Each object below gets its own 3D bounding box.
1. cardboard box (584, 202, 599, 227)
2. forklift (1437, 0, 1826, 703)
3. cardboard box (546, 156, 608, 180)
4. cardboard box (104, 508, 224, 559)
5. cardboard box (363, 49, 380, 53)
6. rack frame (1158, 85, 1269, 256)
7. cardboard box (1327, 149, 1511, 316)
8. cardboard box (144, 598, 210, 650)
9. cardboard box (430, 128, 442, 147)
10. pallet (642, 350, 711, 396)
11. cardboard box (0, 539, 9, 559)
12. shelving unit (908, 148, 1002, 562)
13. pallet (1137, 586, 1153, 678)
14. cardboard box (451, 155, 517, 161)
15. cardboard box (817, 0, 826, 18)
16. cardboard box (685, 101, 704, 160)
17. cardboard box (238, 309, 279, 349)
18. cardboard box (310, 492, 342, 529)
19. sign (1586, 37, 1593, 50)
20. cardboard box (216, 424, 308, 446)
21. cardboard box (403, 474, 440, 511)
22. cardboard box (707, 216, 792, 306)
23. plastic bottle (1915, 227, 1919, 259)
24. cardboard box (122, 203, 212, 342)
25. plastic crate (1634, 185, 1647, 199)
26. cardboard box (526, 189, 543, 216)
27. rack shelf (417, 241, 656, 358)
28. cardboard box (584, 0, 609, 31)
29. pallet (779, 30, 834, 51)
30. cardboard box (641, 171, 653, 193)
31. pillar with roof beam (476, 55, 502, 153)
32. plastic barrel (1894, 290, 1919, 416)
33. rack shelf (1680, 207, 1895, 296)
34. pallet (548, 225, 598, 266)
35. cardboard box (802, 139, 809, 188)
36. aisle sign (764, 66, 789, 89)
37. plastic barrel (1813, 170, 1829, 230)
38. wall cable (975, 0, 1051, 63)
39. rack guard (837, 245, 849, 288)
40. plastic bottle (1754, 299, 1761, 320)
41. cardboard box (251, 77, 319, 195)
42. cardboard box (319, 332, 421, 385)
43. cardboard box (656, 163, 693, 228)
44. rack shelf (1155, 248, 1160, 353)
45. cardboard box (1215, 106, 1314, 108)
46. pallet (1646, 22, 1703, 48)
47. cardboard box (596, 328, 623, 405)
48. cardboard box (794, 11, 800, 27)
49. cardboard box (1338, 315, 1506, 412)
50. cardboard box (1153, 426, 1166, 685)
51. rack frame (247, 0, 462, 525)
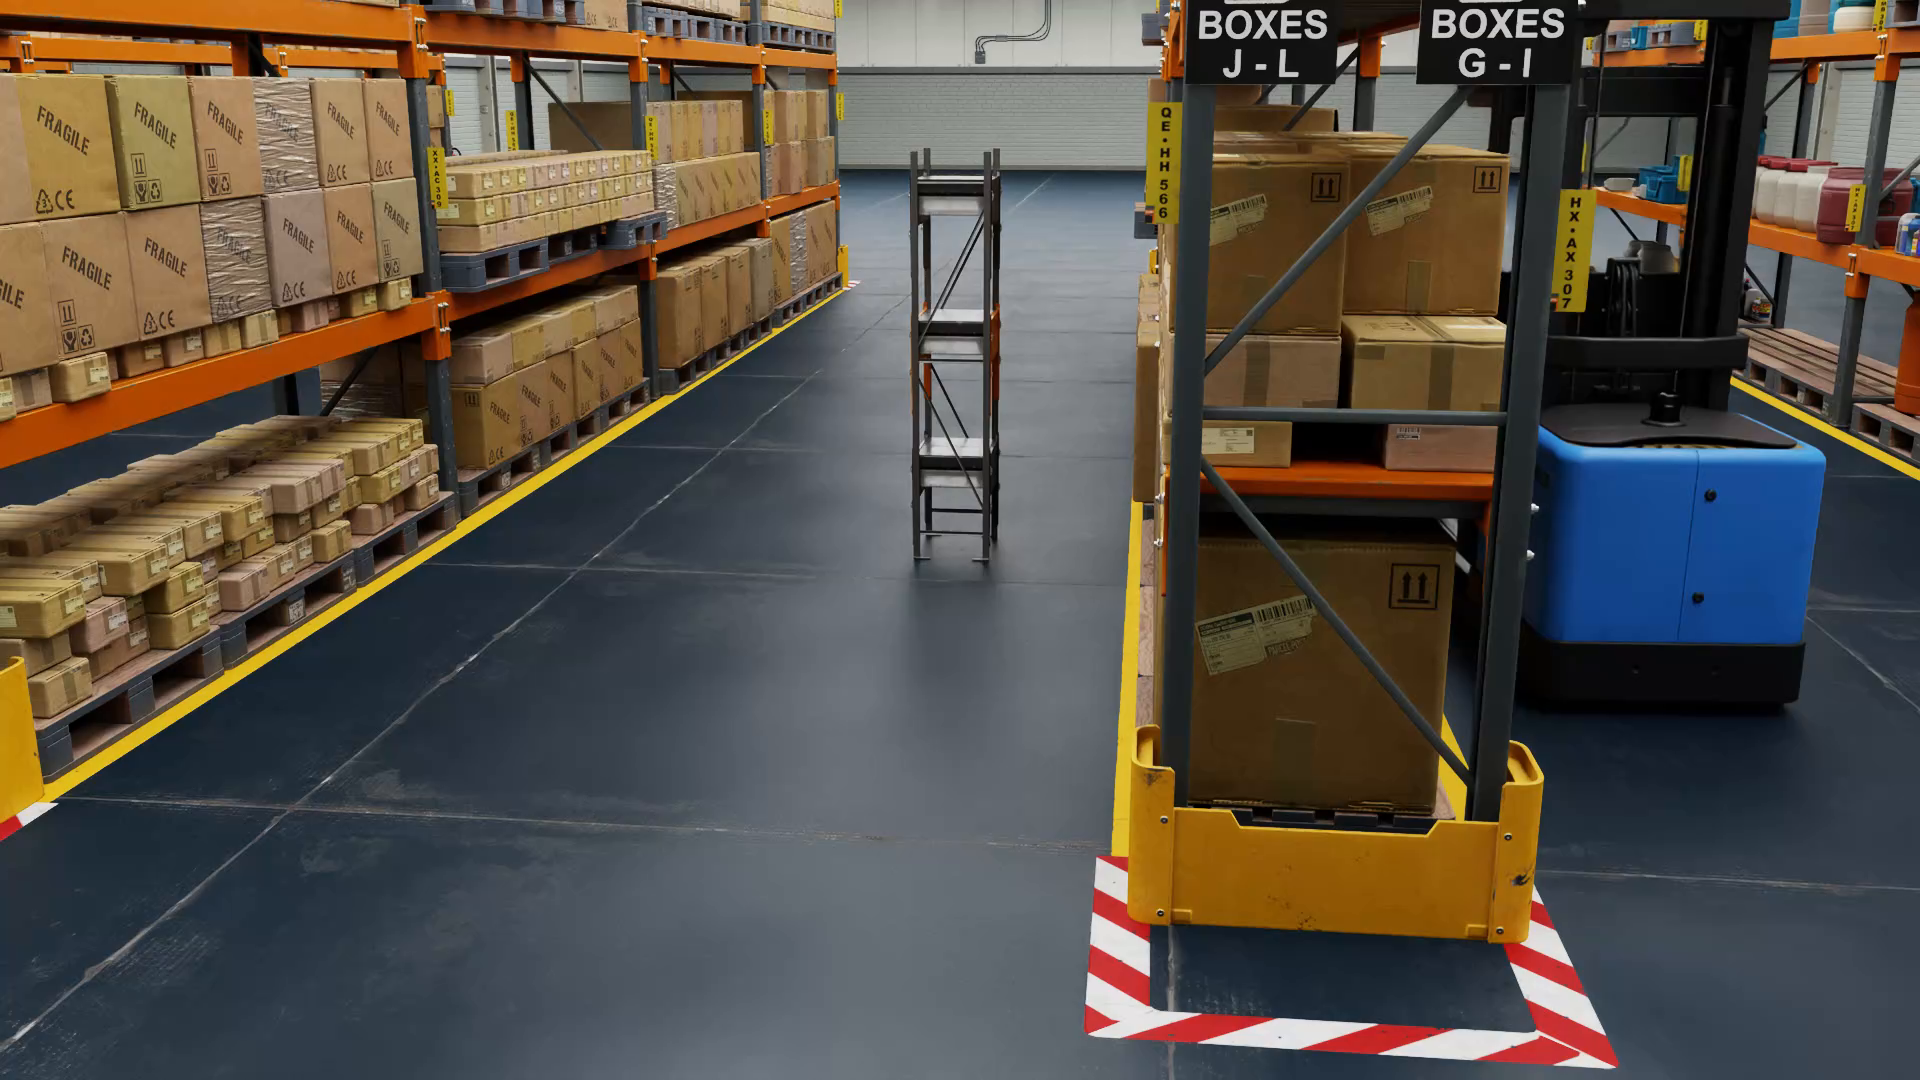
[{"bbox_3d":[-2.663,-2.196,11.214,0.380,0.149,0.250,2,15,8],"label":"cardboard box"},{"bbox_3d":[2.862,-1.104,7.630,1.130,2.935,3.031,1,15,2],"label":"forklift"},{"bbox_3d":[-2.633,-2.552,11.390,0.380,0.149,0.250,2,15,6],"label":"cardboard box"},{"bbox_3d":[-3.366,-0.028,7.038,0.380,0.149,0.250,2,15,8],"label":"cardboard box"},{"bbox_3d":[-6.832,-5.609,18.895,0.380,0.149,0.250,2,15,6],"label":"cardboard box"},{"bbox_3d":[2.455,-3.454,16.188,1.000,3.000,0.127,2,15,6],"label":"rack frame"},{"bbox_3d":[1.479,-1.021,5.471,0.500,0.500,0.500,1,15,5],"label":"cardboard box"},{"bbox_3d":[-3.332,0.335,6.832,0.380,0.149,0.250,2,15,7],"label":"cardboard box"},{"bbox_3d":[-6.728,-4.826,20.502,0.500,0.500,0.500,1,15,5],"label":"cardboard box"},{"bbox_3d":[-2.750,-1.445,14.101,1.003,0.211,1.213,2,15,6],"label":"pallet"},{"bbox_3d":[-4.020,0.093,6.587,0.380,0.149,0.250,1,15,5],"label":"cardboard box"},{"bbox_3d":[-0.019,-0.971,8.729,0.431,2.100,0.503,2,15,6],"label":"shelving unit"},{"bbox_3d":[1.253,0.480,6.984,1.003,0.211,1.213,2,15,6],"label":"pallet"},{"bbox_3d":[-3.277,-2.571,11.460,0.380,0.149,0.250,2,15,9],"label":"cardboard box"},{"bbox_3d":[-1.846,-6.169,19.204,0.500,0.250,0.500,2,15,6],"label":"cardboard box"},{"bbox_3d":[-2.684,-3.633,14.742,0.700,0.500,0.500,2,15,6],"label":"cardboard box"},{"bbox_3d":[-3.270,-0.941,7.378,0.380,0.149,0.250,2,15,7],"label":"cardboard box"},{"bbox_3d":[-3.251,-0.161,8.097,0.380,0.149,0.250,2,15,8],"label":"cardboard box"},{"bbox_3d":[7.281,-5.815,19.157,0.100,0.325,0.005,2,15,6],"label":"sign"},{"bbox_3d":[-3.700,-0.512,8.826,0.380,0.149,0.250,2,15,9],"label":"cardboard box"},{"bbox_3d":[-3.071,-0.266,9.056,0.380,0.149,0.250,2,15,7],"label":"cardboard box"},{"bbox_3d":[-2.322,-2.964,17.643,0.875,0.875,0.875,2,15,7],"label":"cardboard box"},{"bbox_3d":[6.472,-2.027,11.137,0.061,0.283,0.133,2,15,6],"label":"plastic bottle"},{"bbox_3d":[-3.388,-1.080,6.649,0.500,0.500,0.500,2,15,7],"label":"cardboard box"},{"bbox_3d":[7.307,-3.609,17.268,0.530,0.136,0.437,2,15,6],"label":"plastic crate"},{"bbox_3d":[-2.779,-2.066,10.165,0.380,0.149,0.250,1,15,4],"label":"cardboard box"},{"bbox_3d":[-3.139,-1.723,11.164,1.077,0.370,4.000,2,15,6],"label":"rack shelf"},{"bbox_3d":[-2.769,-3.799,11.528,0.500,0.500,0.500,2,15,6],"label":"cardboard box"},{"bbox_3d":[-2.084,-5.876,19.569,1.003,0.211,1.213,2,15,6],"label":"pallet"},{"bbox_3d":[-2.517,-2.672,12.404,0.380,0.149,0.250,2,15,7],"label":"cardboard box"},{"bbox_3d":[-6.539,-12.212,37.085,9.100,9.000,0.400,2,15,6],"label":"pillar with roof beam"},{"bbox_3d":[6.886,-1.298,11.569,0.600,0.830,0.708,2,15,6],"label":"plastic barrel"},{"bbox_3d":[7.150,-2.442,13.824,1.077,0.370,4.000,2,15,6],"label":"rack shelf"},{"bbox_3d":[-3.096,-1.981,11.110,1.003,0.211,1.213,2,15,6],"label":"pallet"},{"bbox_3d":[-2.236,-4.353,19.228,0.875,0.550,0.550,2,15,6],"label":"cardboard box"},{"bbox_3d":[-2.301,-5.946,20.423,0.394,0.787,0.004,2,15,6],"label":"aisle sign"},{"bbox_3d":[6.828,-2.597,12.807,0.421,0.512,0.421,0,15,0],"label":"plastic barrel"},{"bbox_3d":[1.615,-17.534,50.252,2.305,6.003,0.169,2,15,6],"label":"wall cable"},{"bbox_3d":[-2.008,-3.463,21.011,1.175,0.500,0.348,2,15,6],"label":"rack guard"},{"bbox_3d":[7.859,-2.265,16.312,0.097,0.201,0.097,0,15,0],"label":"plastic bottle"},{"bbox_3d":[-3.274,-1.829,7.503,0.500,0.500,0.500,2,15,8],"label":"cardboard box"},{"bbox_3d":[-3.532,-1.110,10.067,0.500,0.250,0.500,1,15,5],"label":"cardboard box"},{"bbox_3d":[-2.540,-2.877,13.865,0.500,0.500,0.500,2,15,6],"label":"cardboard box"},{"bbox_3d":[1.777,-1.550,10.527,1.077,0.370,4.000,2,15,6],"label":"rack shelf"},{"bbox_3d":[1.705,-2.255,9.641,0.797,0.503,0.637,2,15,7],"label":"cardboard box"},{"bbox_3d":[7.360,-4.855,15.984,1.213,0.211,1.003,2,15,6],"label":"pallet"},{"bbox_3d":[-2.791,-1.272,12.103,0.500,0.500,0.500,2,15,9],"label":"cardboard box"},{"bbox_3d":[-1.942,-5.618,17.933,0.380,0.149,0.250,2,15,6],"label":"cardboard box"},{"bbox_3d":[1.423,-0.529,5.090,0.500,0.250,0.500,1,15,5],"label":"cardboard box"},{"bbox_3d":[1.196,0.077,6.396,0.875,0.875,0.875,2,15,6],"label":"cardboard box"},{"bbox_3d":[-3.365,-1.551,9.152,1.000,3.000,0.127,2,15,6],"label":"rack frame"}]
